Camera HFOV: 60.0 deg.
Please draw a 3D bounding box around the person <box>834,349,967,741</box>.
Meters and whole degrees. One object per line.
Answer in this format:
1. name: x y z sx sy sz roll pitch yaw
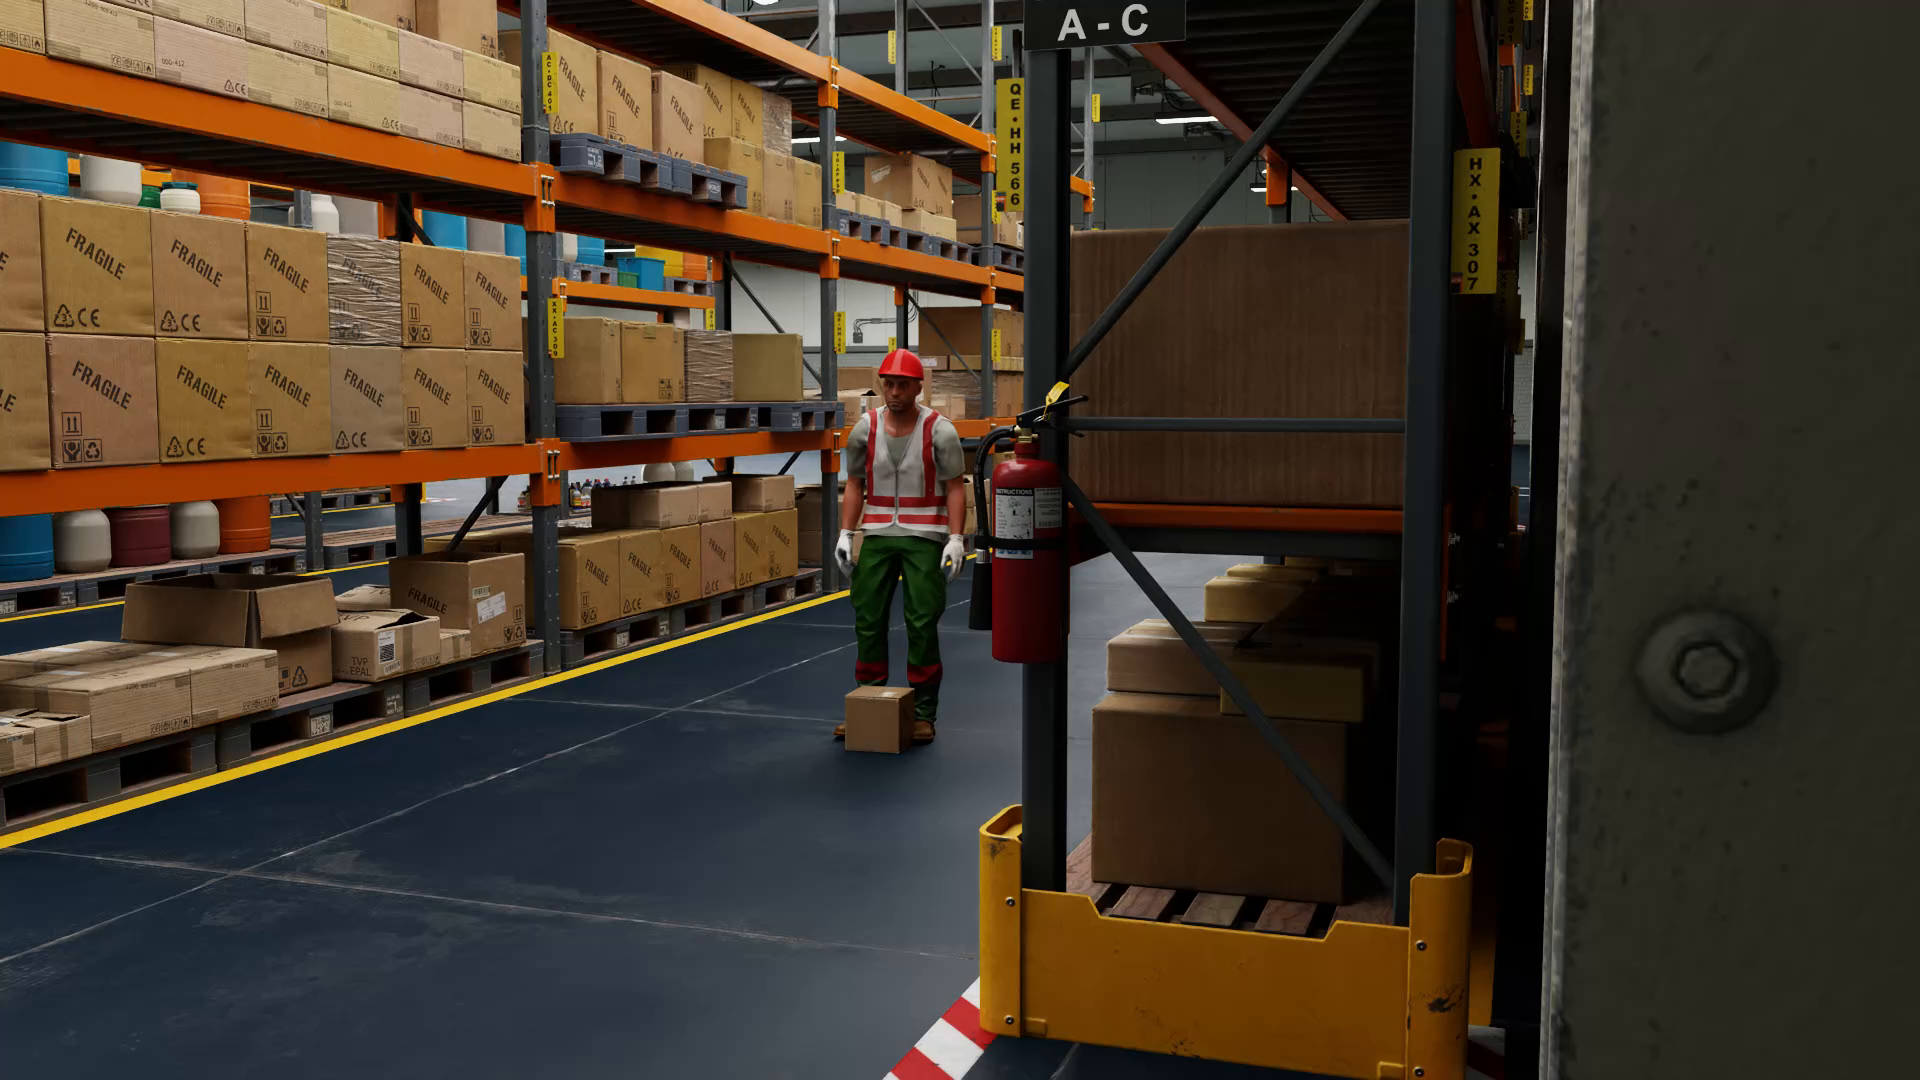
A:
1. person: -0.269 0.024 7.586 0.619 1.779 0.449 1 5 15
